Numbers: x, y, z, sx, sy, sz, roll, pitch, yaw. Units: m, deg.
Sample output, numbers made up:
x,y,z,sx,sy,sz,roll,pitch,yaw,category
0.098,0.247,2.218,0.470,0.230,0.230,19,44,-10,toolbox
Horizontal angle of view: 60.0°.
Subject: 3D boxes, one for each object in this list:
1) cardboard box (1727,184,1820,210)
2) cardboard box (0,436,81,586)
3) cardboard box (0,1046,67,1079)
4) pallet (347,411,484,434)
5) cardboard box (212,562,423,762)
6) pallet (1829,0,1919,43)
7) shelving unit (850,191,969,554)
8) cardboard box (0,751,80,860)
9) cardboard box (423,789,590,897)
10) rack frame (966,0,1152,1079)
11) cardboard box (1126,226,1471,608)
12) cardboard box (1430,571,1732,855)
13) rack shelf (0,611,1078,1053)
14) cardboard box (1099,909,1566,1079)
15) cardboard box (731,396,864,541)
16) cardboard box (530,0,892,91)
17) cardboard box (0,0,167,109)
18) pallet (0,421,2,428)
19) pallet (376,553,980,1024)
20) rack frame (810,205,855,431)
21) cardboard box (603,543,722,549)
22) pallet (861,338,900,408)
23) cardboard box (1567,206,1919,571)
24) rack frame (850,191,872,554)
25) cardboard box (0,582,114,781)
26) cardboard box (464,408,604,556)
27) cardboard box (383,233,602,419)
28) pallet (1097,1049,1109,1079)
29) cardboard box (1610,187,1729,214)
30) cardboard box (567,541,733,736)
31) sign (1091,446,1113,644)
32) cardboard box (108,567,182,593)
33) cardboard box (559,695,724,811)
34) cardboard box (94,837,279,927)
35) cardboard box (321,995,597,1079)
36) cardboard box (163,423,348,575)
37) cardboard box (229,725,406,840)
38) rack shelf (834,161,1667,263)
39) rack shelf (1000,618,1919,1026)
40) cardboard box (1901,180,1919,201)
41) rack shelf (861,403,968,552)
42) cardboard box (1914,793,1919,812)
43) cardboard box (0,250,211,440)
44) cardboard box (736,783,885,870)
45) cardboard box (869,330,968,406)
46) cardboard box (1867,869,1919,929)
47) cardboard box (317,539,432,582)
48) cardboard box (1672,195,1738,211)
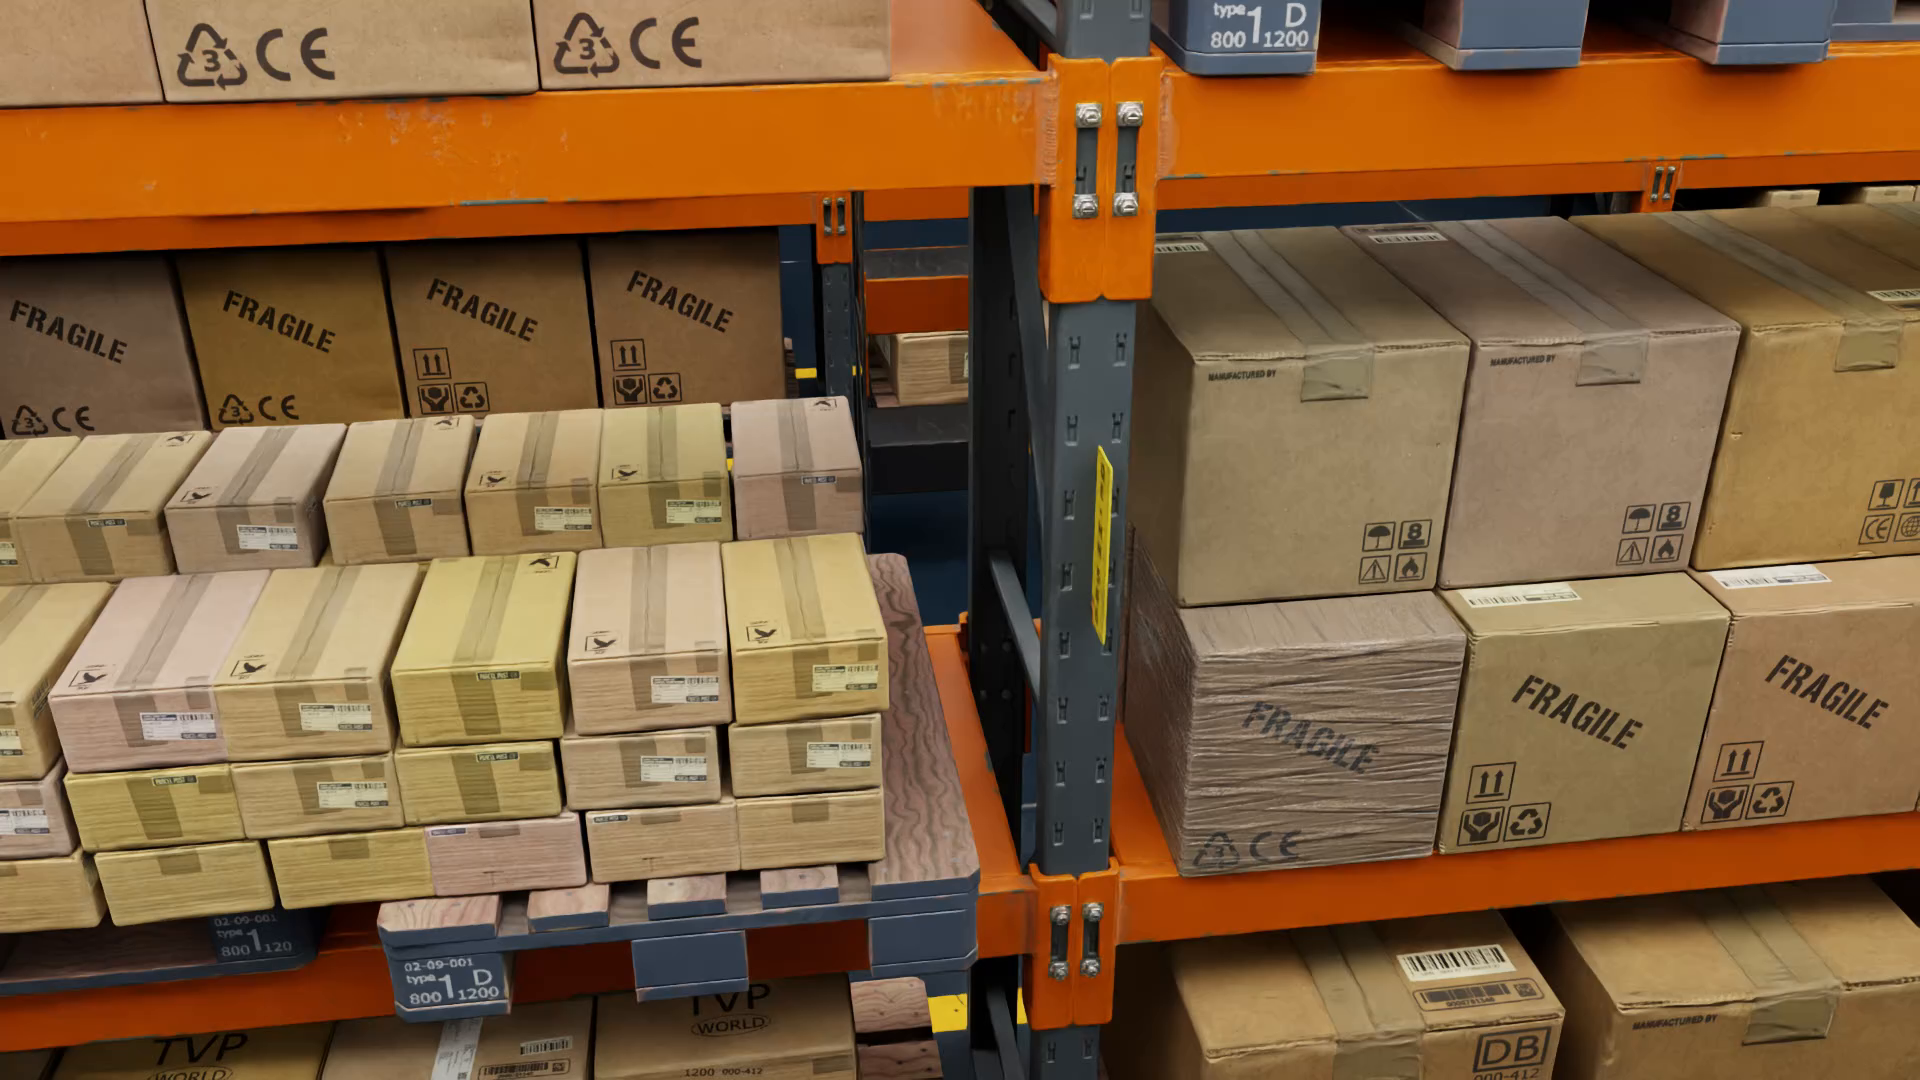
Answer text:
x,y,z,sx,sy,sz,roll,pitch,yaw,category
4.075,-1.723,8.342,0.250,0.149,0.380,-3,27,-6,cardboard box
-1.884,-0.054,3.234,0.250,0.149,0.380,-4,27,-8,cardboard box
-2.010,1.098,3.281,0.500,0.250,0.500,-3,27,-5,cardboard box
-2.637,-0.653,8.292,1.213,0.211,1.003,-4,27,-7,pallet
-1.044,0.194,2.750,0.250,0.149,0.380,-3,27,-6,cardboard box
1.887,-1.143,3.113,1.213,0.211,1.003,-2,27,-5,pallet
-0.164,-0.924,6.750,0.503,2.100,0.431,-4,27,-7,shelving unit
-1.553,0.358,2.756,0.250,0.149,0.380,-3,27,-6,cardboard box
-0.776,0.441,2.921,0.250,0.149,0.380,-3,27,-6,cardboard box
0.149,0.245,3.487,0.127,3.000,1.000,-4,27,-7,rack frame
0.595,-0.268,3.283,0.500,0.500,0.700,-4,27,-7,cardboard box
1.135,0.260,3.347,0.500,0.500,0.500,-4,27,-8,cardboard box
-1.831,0.692,3.403,4.000,0.370,1.077,-4,27,-7,rack shelf
0.765,1.061,3.901,0.750,0.750,1.050,-4,27,-8,cardboard box
-0.340,-0.153,3.425,0.250,0.149,0.380,-4,27,-7,cardboard box
-0.381,-0.983,2.485,0.500,0.500,0.500,-4,27,-7,cardboard box
-1.370,-0.915,2.353,0.500,0.500,0.500,-4,27,-7,cardboard box
-5.365,-0.478,7.951,1.213,0.211,1.003,-4,27,-7,pallet
-0.541,0.424,3.348,1.003,0.211,1.213,-4,27,-7,pallet
-0.640,-1.986,7.835,0.127,3.000,1.000,-4,27,-7,rack frame
-0.626,-0.004,3.462,0.250,0.149,0.380,-2,27,-5,cardboard box
0.134,-0.795,8.568,1.213,0.211,1.003,-4,27,-7,pallet
1.604,-0.335,3.412,0.500,0.500,0.700,-4,27,-8,cardboard box
-0.406,-0.908,6.720,0.015,2.100,0.400,-4,27,-7,rack frame
-1.553,0.225,2.689,0.250,0.149,0.380,-2,27,-5,cardboard box
-0.844,-0.121,3.364,0.250,0.149,0.380,-4,27,-7,cardboard box
-2.220,-1.167,8.105,0.875,0.875,0.875,-3,27,-6,cardboard box
0.941,1.470,4.155,1.213,0.211,1.003,-4,27,-7,pallet
3.869,-1.697,9.002,0.500,0.500,0.500,-4,27,-8,cardboard box
-0.521,0.159,2.819,0.250,0.149,0.380,-4,27,-8,cardboard box
0.234,0.010,2.764,0.005,0.325,0.100,-4,27,-7,sign
-1.632,0.060,3.336,0.250,0.149,0.380,-4,27,-8,cardboard box
-0.540,0.293,2.883,0.250,0.149,0.380,-3,27,-5,cardboard box
-1.289,0.473,2.858,0.250,0.149,0.380,-5,28,-9,cardboard box
-0.990,1.036,3.402,0.500,0.250,0.500,-3,27,-6,cardboard box
-1.374,-0.086,3.296,0.250,0.149,0.380,-2,27,-5,cardboard box
-1.048,0.326,2.818,0.250,0.149,0.380,-4,27,-7,cardboard box
1.340,-1.793,8.248,4.000,0.370,1.077,-4,27,-7,rack shelf
2.130,0.438,3.899,4.000,0.370,1.077,-4,27,-7,rack shelf
4.850,-1.775,8.443,0.250,0.149,0.380,-2,27,-4,cardboard box
-0.164,-0.289,7.076,0.480,0.518,0.431,-4,27,-7,rack shelf
2.128,0.198,3.469,0.500,0.500,0.500,-4,27,-8,cardboard box
-3.998,-1.049,7.876,0.875,0.875,0.875,-3,27,-6,cardboard box
-0.275,0.409,2.982,0.250,0.149,0.380,-3,27,-6,cardboard box
-0.079,-1.035,8.401,0.625,0.372,0.950,-5,28,-11,cardboard box
2.552,0.944,4.128,0.750,0.750,1.050,-4,27,-7,cardboard box
-1.139,0.030,3.394,0.250,0.149,0.380,-4,27,-7,cardboard box
3.943,-1.453,8.527,0.500,0.500,0.500,-2,27,-5,cardboard box
